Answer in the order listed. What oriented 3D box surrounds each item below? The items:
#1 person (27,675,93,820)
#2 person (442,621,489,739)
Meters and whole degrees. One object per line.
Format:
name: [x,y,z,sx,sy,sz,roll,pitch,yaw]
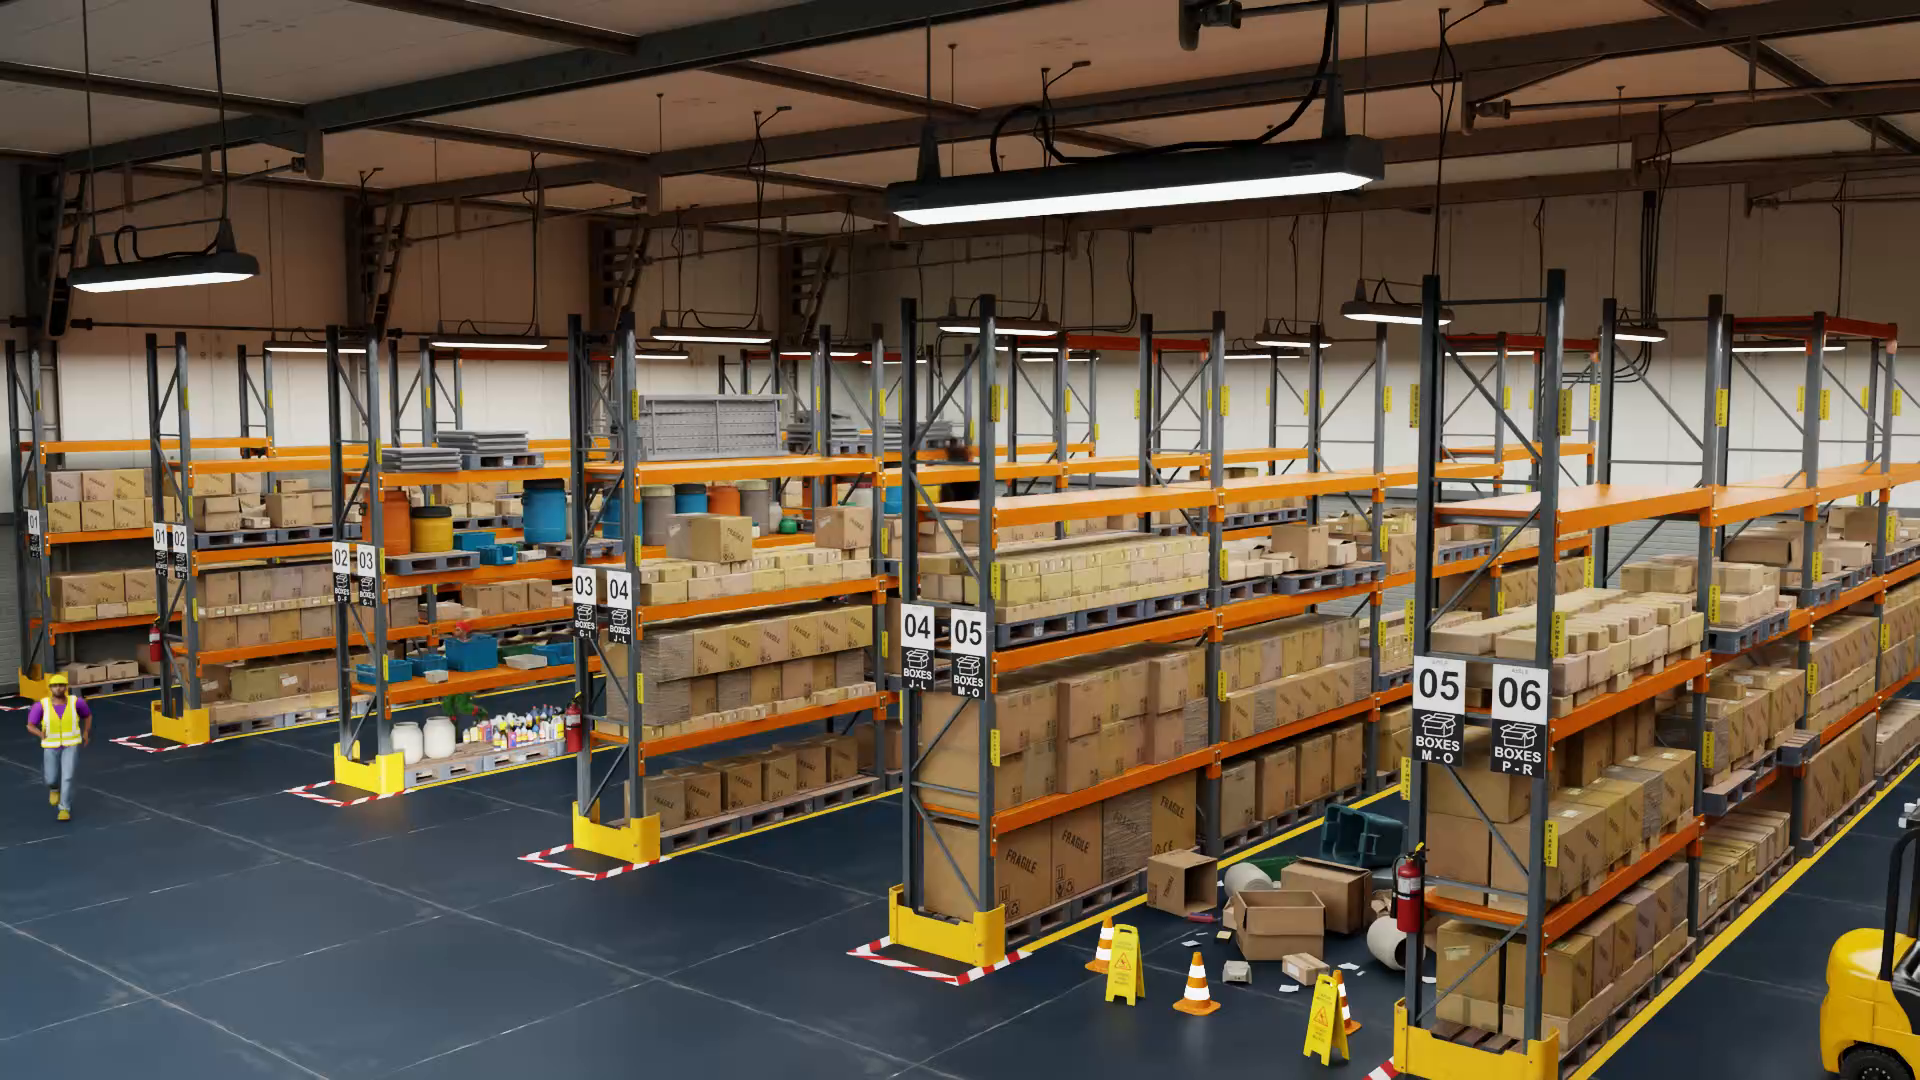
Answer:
person: [-10.904,2.485,20.167,0.708,1.732,0.733,-3,6,-29]
person: [-7.407,2.071,24.731,0.663,1.748,0.780,3,6,33]
